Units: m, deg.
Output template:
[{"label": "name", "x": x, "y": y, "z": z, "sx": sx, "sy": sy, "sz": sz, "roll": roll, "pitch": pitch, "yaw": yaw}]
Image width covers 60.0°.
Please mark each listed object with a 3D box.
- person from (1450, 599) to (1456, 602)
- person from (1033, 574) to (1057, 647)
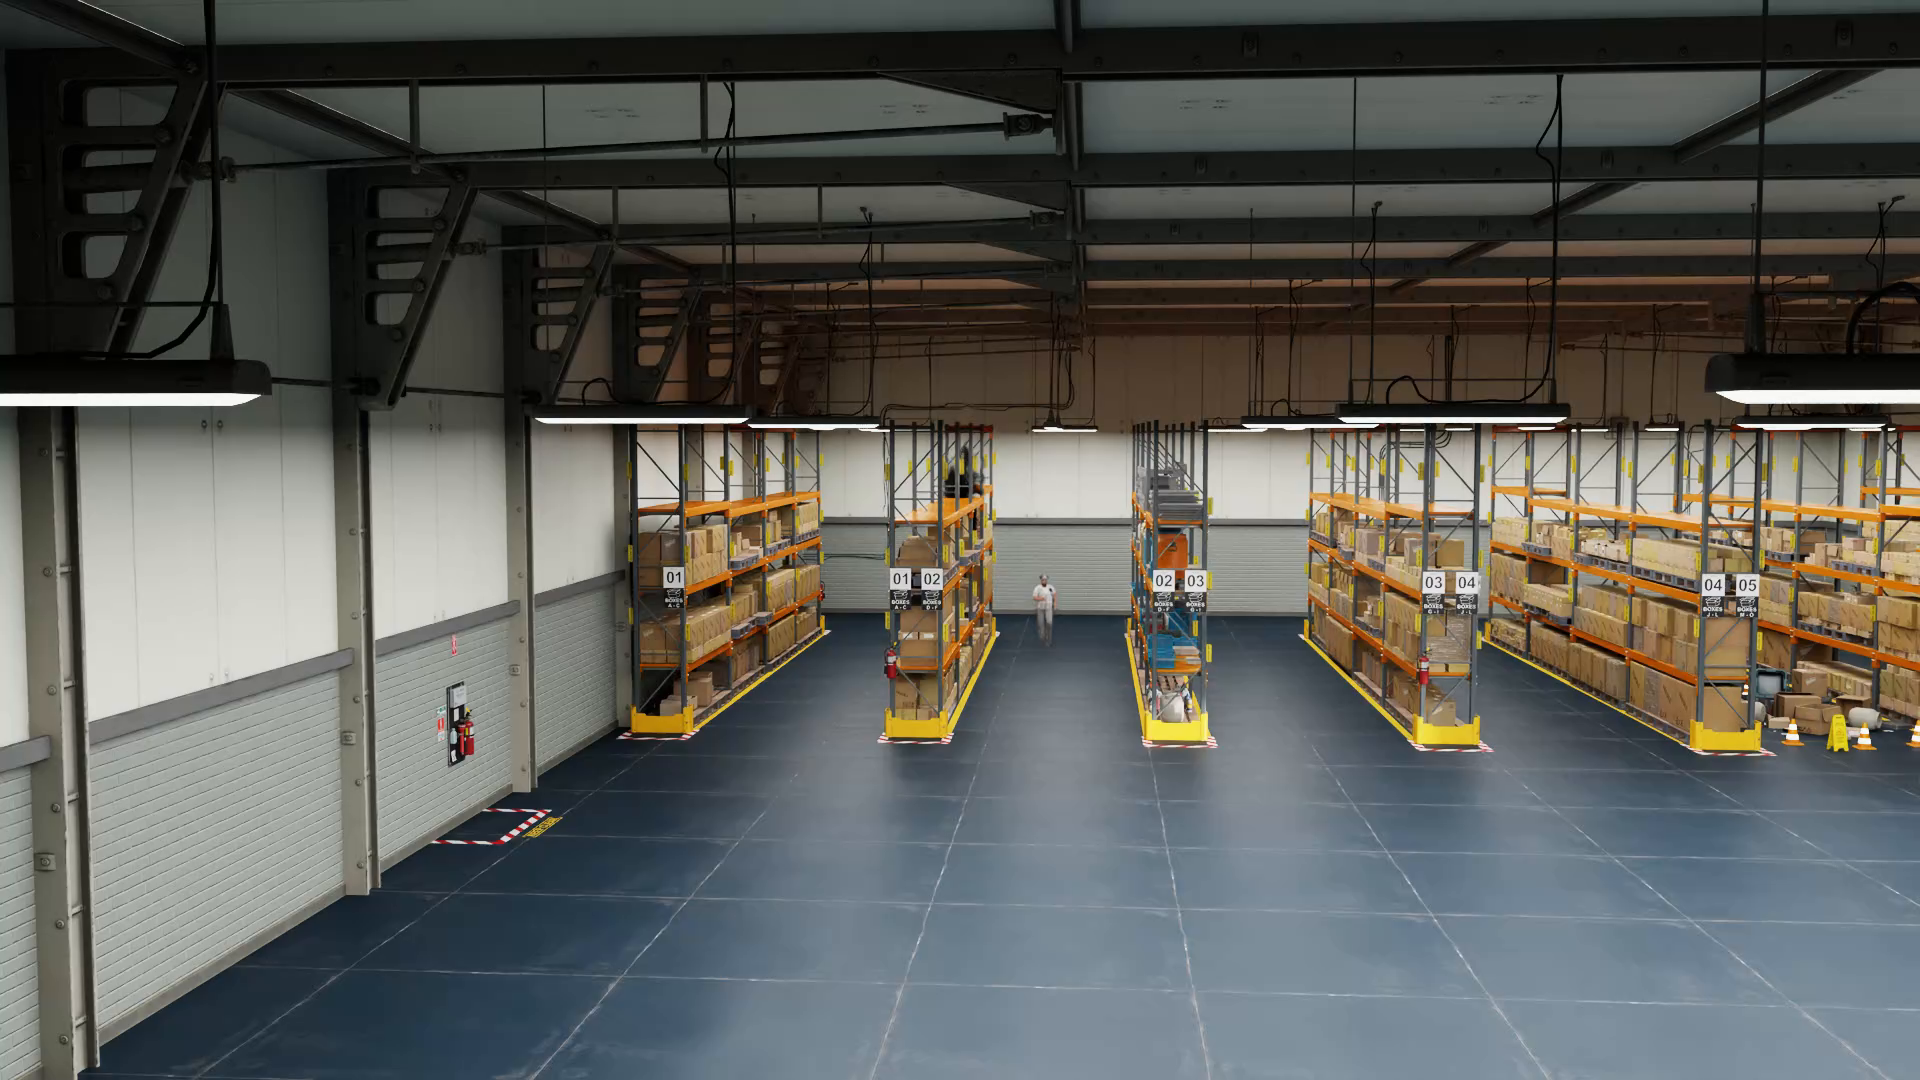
[{"label": "person", "x": 13.383, "y": 2.042, "z": 45.409, "sx": 0.672, "sy": 1.635, "sz": 0.496, "roll": 1, "pitch": 4, "yaw": 19}, {"label": "person", "x": 2.226, "y": 1.842, "z": 43.414, "sx": 0.652, "sy": 1.877, "sz": 0.711, "roll": 0, "pitch": 4, "yaw": -2}]
